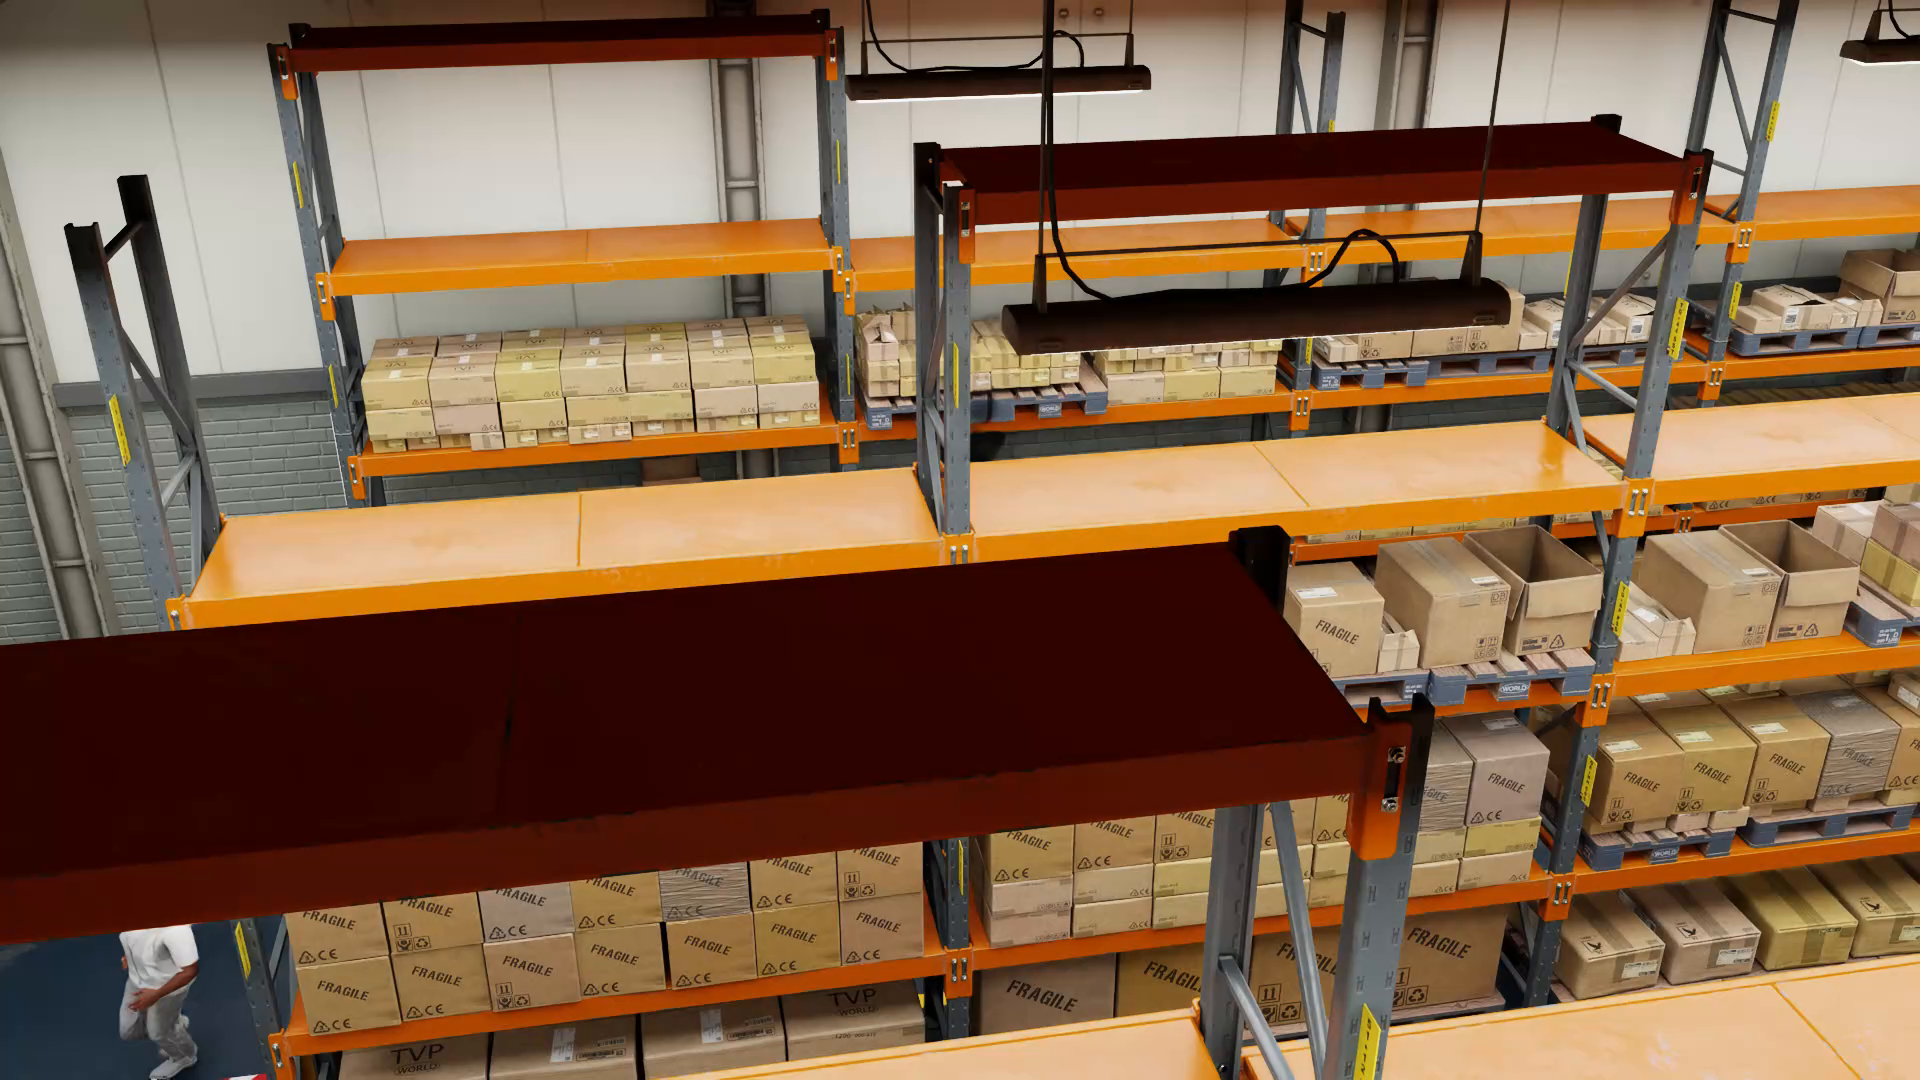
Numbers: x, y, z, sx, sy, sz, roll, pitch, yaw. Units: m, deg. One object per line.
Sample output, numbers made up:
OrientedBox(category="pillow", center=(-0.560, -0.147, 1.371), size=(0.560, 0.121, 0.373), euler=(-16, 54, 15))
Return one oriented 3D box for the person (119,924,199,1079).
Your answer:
OrientedBox(category="person", center=(-5.076, 2.807, 10.537), size=(0.716, 1.701, 0.543), euler=(13, 29, 25))
